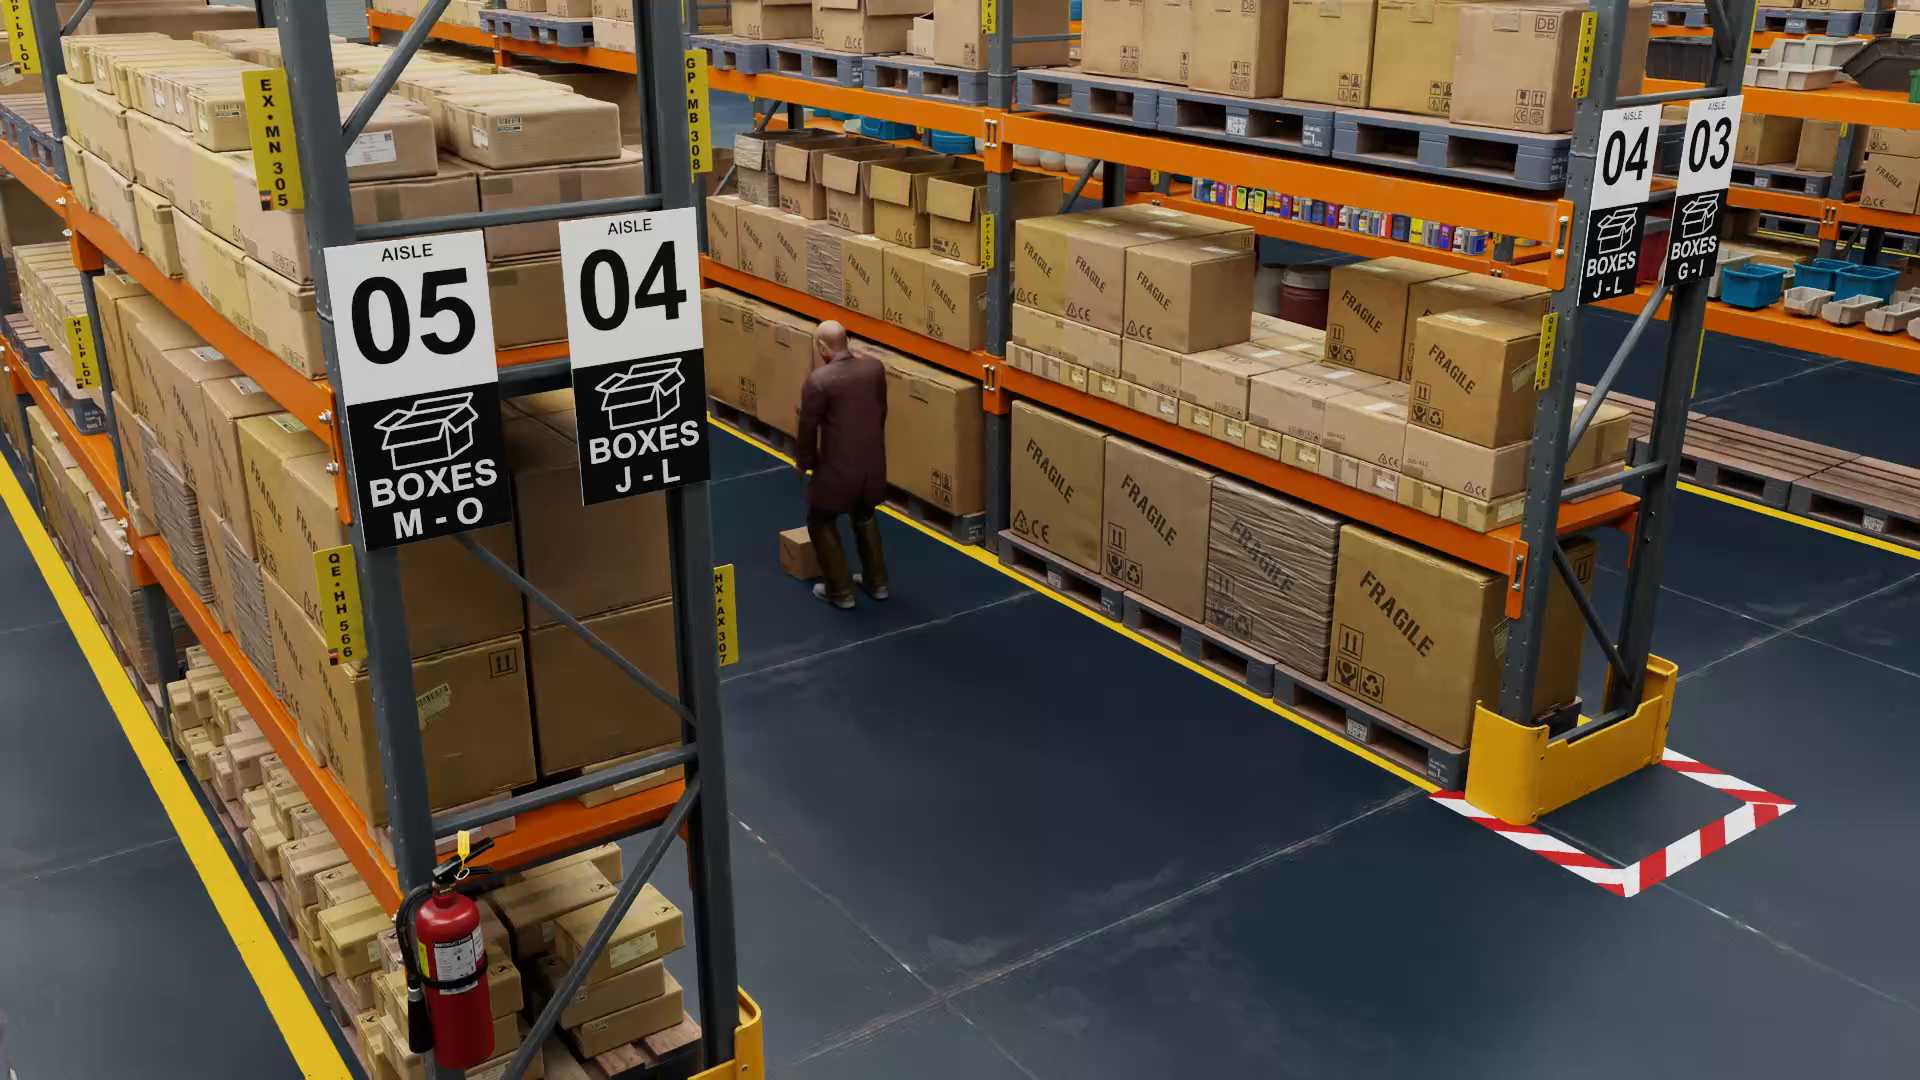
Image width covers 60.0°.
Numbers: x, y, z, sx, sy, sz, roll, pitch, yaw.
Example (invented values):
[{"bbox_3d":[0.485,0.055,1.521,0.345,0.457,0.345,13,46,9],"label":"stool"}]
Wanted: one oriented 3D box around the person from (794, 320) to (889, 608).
[{"bbox_3d":[-0.692,-0.446,9.864,0.595,1.715,0.449,-14,25,-32],"label":"person"}]
